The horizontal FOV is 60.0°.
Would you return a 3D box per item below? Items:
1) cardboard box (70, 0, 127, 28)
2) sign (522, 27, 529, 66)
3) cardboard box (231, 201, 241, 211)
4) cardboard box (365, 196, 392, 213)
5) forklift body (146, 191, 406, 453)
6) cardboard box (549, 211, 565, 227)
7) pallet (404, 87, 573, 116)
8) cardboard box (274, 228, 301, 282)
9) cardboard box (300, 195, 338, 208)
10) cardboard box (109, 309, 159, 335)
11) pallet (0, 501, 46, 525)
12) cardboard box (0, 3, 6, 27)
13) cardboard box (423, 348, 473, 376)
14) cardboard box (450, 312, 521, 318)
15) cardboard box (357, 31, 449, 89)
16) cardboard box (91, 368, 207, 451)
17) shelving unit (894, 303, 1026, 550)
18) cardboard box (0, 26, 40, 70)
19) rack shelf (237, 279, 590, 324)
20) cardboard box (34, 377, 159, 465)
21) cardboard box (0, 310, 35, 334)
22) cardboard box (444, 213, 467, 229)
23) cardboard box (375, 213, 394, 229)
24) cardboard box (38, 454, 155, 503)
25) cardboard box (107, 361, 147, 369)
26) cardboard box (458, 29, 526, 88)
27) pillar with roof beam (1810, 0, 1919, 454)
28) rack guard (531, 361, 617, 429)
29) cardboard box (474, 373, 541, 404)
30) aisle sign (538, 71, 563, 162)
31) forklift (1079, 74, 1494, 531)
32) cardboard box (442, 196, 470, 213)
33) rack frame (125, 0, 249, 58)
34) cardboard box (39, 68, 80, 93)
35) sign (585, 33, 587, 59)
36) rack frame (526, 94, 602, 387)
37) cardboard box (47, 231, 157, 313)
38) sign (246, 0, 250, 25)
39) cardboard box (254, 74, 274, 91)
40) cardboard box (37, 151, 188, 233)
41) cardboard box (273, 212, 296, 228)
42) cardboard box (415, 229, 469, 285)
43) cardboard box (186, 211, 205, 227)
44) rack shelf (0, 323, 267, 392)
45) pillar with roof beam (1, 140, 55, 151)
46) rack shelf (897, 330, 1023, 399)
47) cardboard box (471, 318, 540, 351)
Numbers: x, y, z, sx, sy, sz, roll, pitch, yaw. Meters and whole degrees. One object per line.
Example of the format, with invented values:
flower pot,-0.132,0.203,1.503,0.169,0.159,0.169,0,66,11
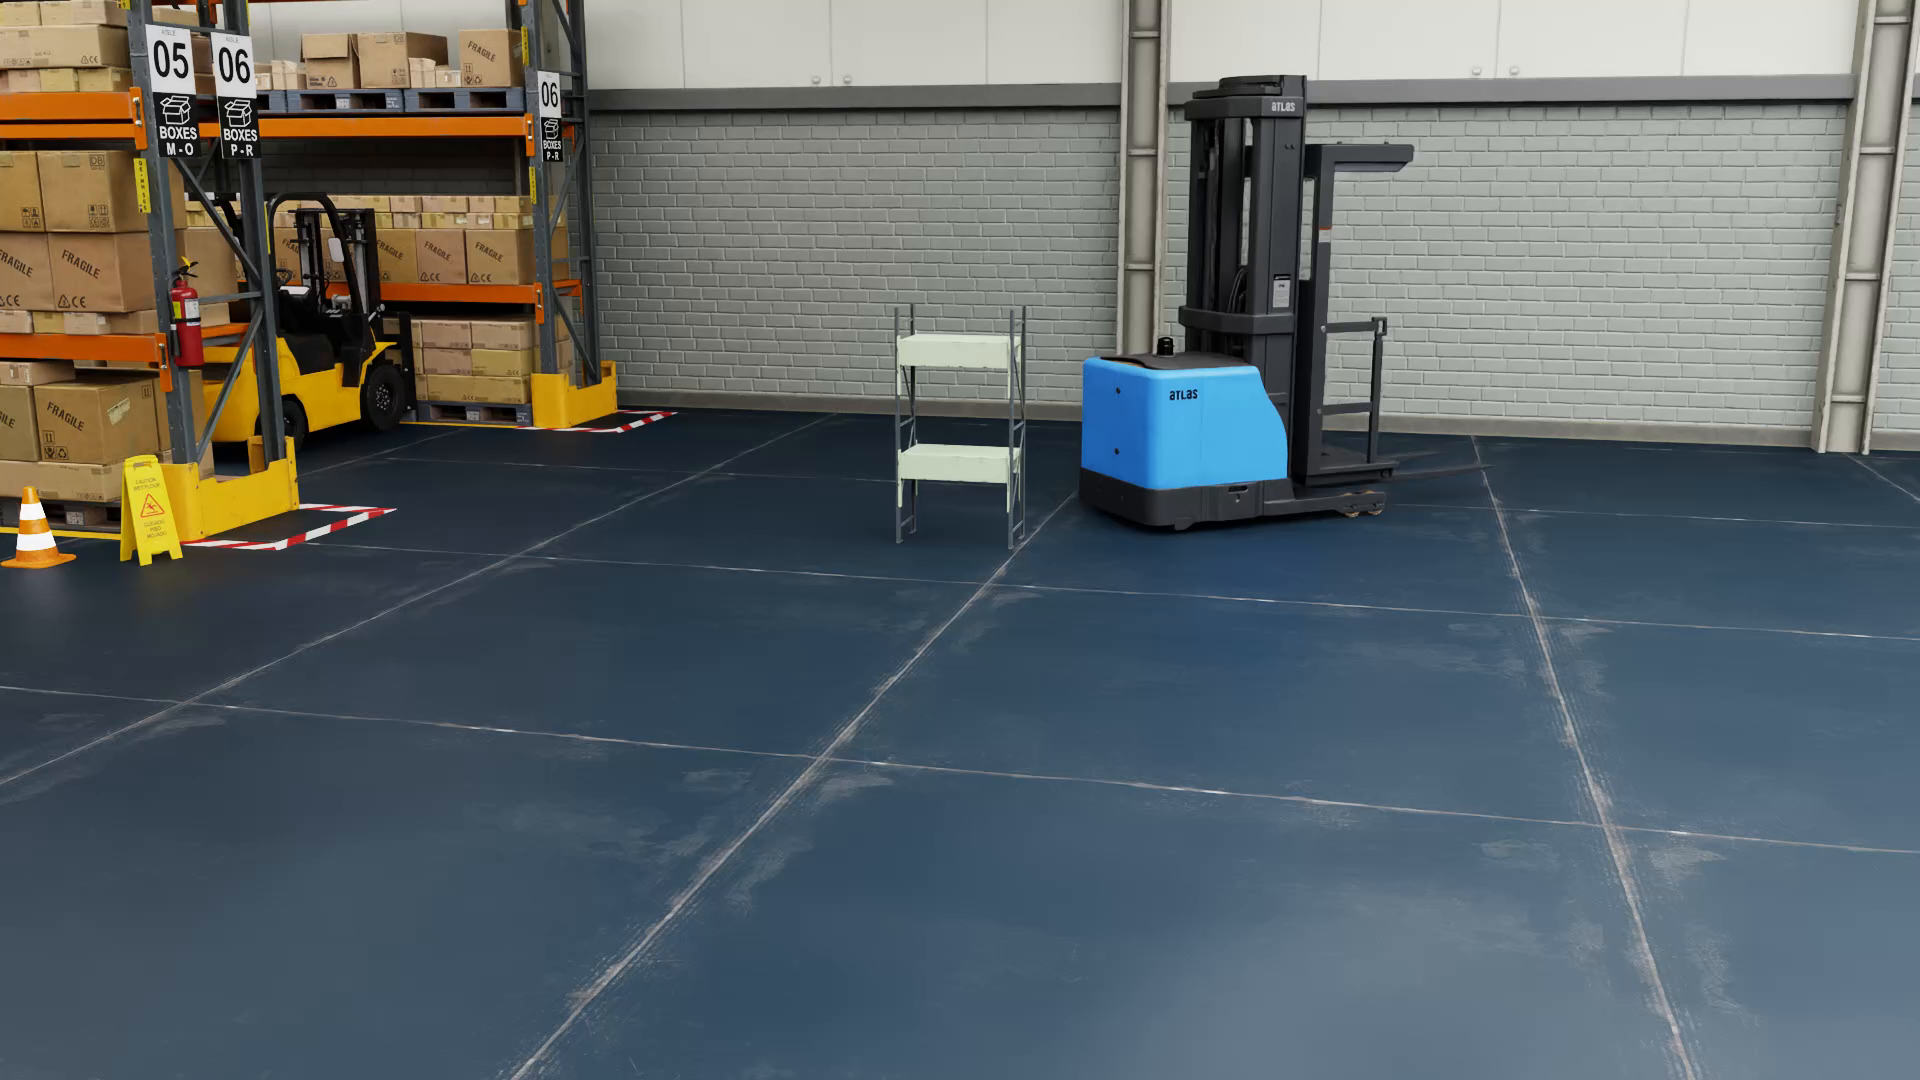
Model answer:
cardboard box,-5.286,-3.267,10.346,0.250,0.149,0.380,3,13,14
sign,-3.844,-4.369,14.713,0.005,0.325,0.100,3,13,14
cardboard box,-6.821,-3.258,16.076,0.250,0.149,0.380,3,13,12
cardboard box,-5.362,-3.154,15.611,0.250,0.149,0.380,3,13,15
forklift body,-5.979,-1.925,14.443,1.214,2.155,2.313,3,13,14
cardboard box,-3.968,-3.062,15.881,0.250,0.149,0.380,3,13,12
pallet,-4.381,-4.088,15.511,1.213,0.211,1.003,3,13,14
cardboard box,-6.215,-2.753,15.986,0.500,0.500,0.500,3,13,13
cardboard box,-6.076,-3.213,15.877,0.250,0.149,0.380,3,13,13
cardboard box,-5.301,-1.432,10.843,0.250,0.149,0.380,4,13,15
pallet,-6.921,-0.336,11.762,1.213,0.211,1.003,3,13,14
cardboard box,-6.013,-3.322,10.593,0.250,0.149,0.380,3,13,14
cardboard box,-4.733,-1.719,15.780,0.500,0.250,0.500,3,13,13
cardboard box,-4.608,-2.065,16.186,0.500,0.250,0.500,3,13,14
cardboard box,-5.159,-4.437,15.451,0.500,0.500,0.700,3,13,14
cardboard box,-5.627,-0.910,11.558,0.500,0.500,0.500,3,13,12
shelving unit,0.006,-0.732,10.570,0.755,1.500,0.431,3,13,14
cardboard box,-5.933,-3.116,10.586,0.500,0.250,0.500,3,13,13
rack shelf,-5.643,-2.377,16.182,4.000,0.370,1.077,3,13,14
cardboard box,-5.727,-0.796,11.042,0.500,0.500,0.500,3,13,14
cardboard box,-6.074,-1.447,10.909,0.250,0.149,0.380,3,13,15
cardboard box,-4.597,-2.982,15.521,0.250,0.149,0.380,3,13,15
cardboard box,-5.356,-3.010,15.648,0.250,0.149,0.380,3,13,14
cardboard box,-5.759,-0.429,11.123,0.500,0.250,0.500,3,13,13
cardboard box,-8.094,-1.902,16.895,0.625,0.625,0.875,4,13,16
cardboard box,-4.189,-4.363,15.117,0.500,0.500,0.500,3,13,15
pillar with roof beam,6.458,-4.251,9.117,0.400,9.000,9.100,3,13,14
rack guard,-3.677,-1.403,15.902,0.348,0.500,1.175,3,13,14
cardboard box,-4.233,-1.445,15.699,0.500,0.250,0.500,3,13,14
aisle sign,-3.707,-3.828,15.061,0.004,0.787,0.394,3,13,14
forklift,2.393,-1.684,11.559,3.031,2.935,1.130,-6,14,-24
cardboard box,-4.607,-3.123,15.471,0.250,0.149,0.380,3,13,15
rack frame,-4.886,-4.509,10.281,0.127,3.000,1.000,3,13,14
cardboard box,-5.549,-2.888,10.479,0.250,0.149,0.380,3,13,14
sign,-3.562,-4.670,15.733,0.005,0.325,0.100,3,13,14
rack frame,-3.701,-2.624,15.636,0.127,3.000,1.000,3,13,14
cardboard box,-5.479,-1.744,10.754,0.500,0.500,0.500,3,13,13
sign,-4.757,-3.585,11.026,0.005,0.325,0.100,3,13,14
cardboard box,-6.475,-4.300,15.645,0.250,0.149,0.380,3,13,15
cardboard box,-5.435,-2.243,10.692,0.500,0.500,0.700,3,13,12
cardboard box,-6.350,-3.062,15.883,0.250,0.149,0.380,3,13,13
cardboard box,-4.743,-2.672,15.622,0.500,0.500,0.500,3,13,15
cardboard box,-7.338,-3.125,16.167,0.250,0.149,0.380,3,13,13
rack shelf,-6.828,-1.333,11.477,4.000,0.370,1.077,3,13,14
pillar with roof beam,-11.018,-5.185,13.327,0.400,9.000,9.100,3,13,14
rack shelf,0.006,-1.113,10.485,0.720,0.370,0.431,3,13,14
cardboard box,-4.223,-1.933,15.593,0.500,0.250,0.500,4,13,15
